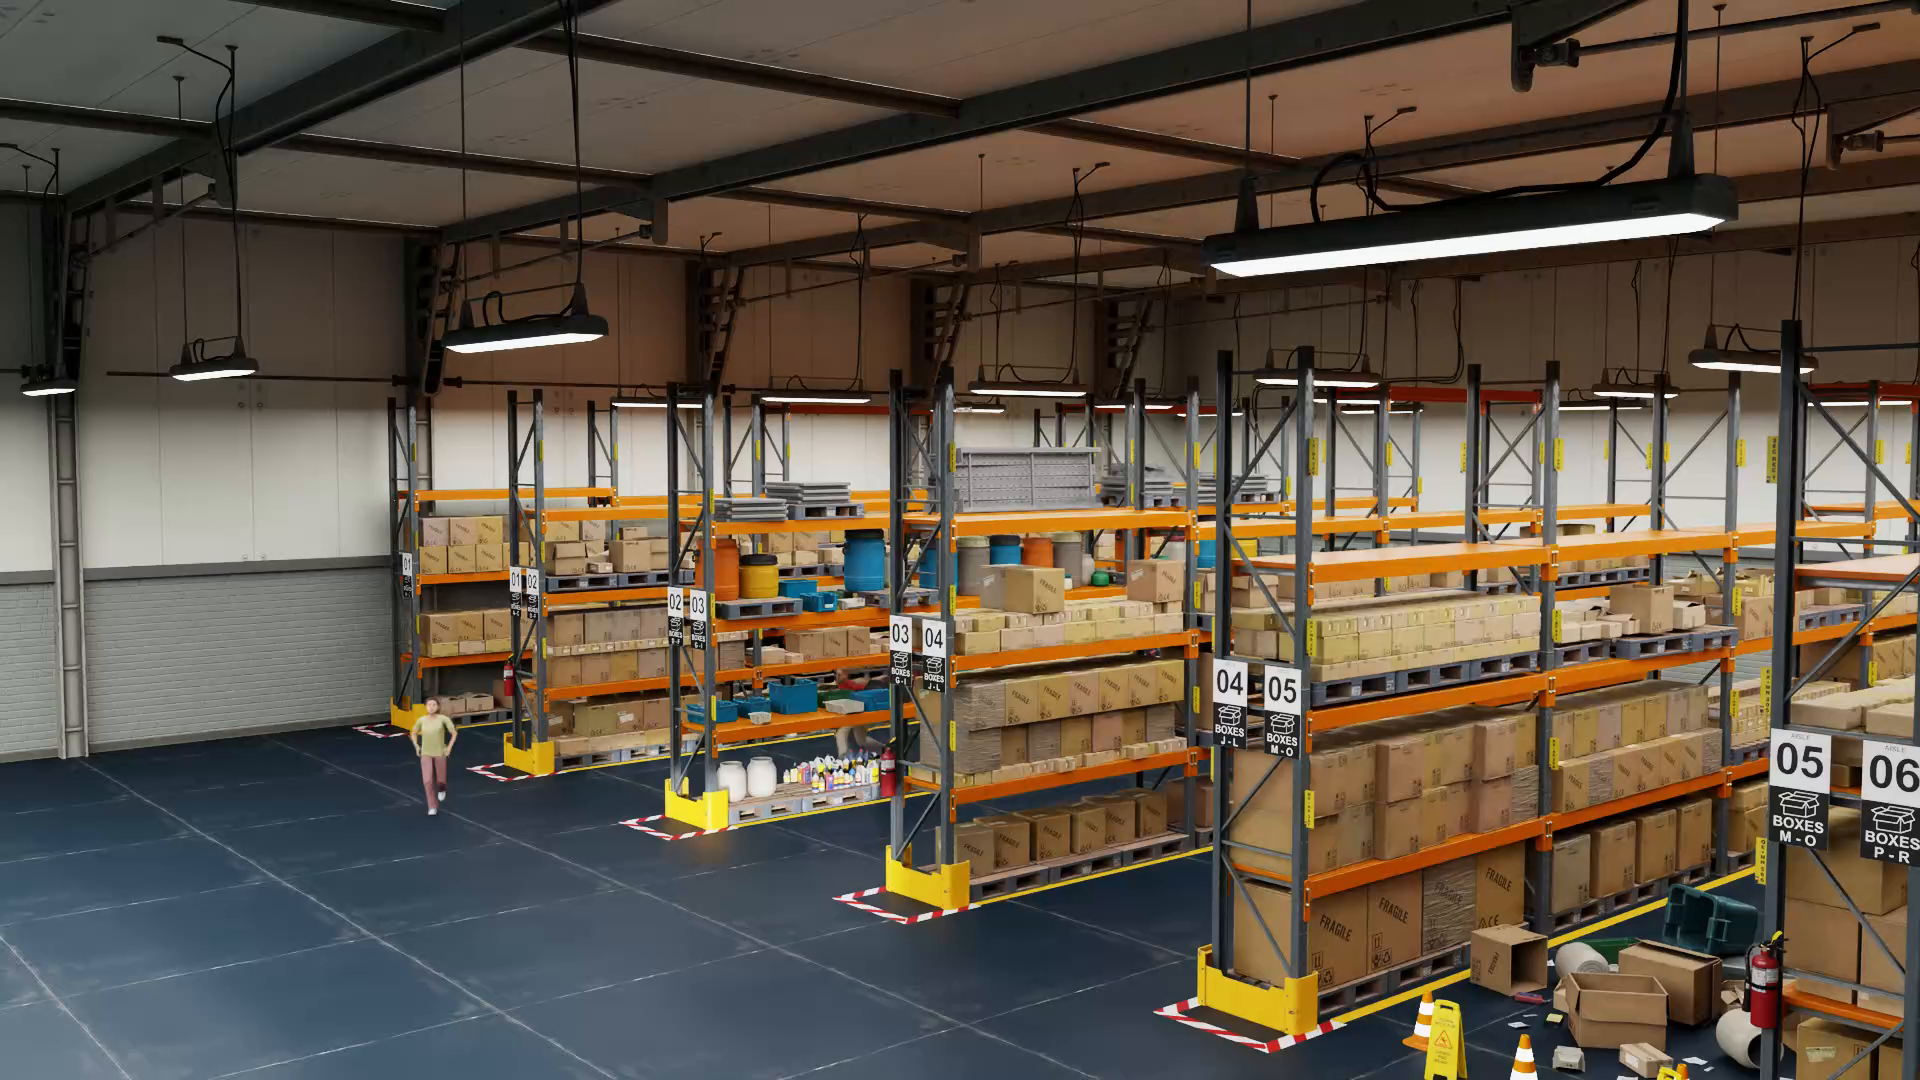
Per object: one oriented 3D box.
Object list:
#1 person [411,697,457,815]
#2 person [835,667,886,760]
[{"bbox_3d":[-7.350,2.990,23.233,0.620,1.626,0.683,-1,3,-11],"label":"person"},{"bbox_3d":[-1.596,2.821,26.107,1.016,1.720,0.673,-3,4,-38],"label":"person"}]
